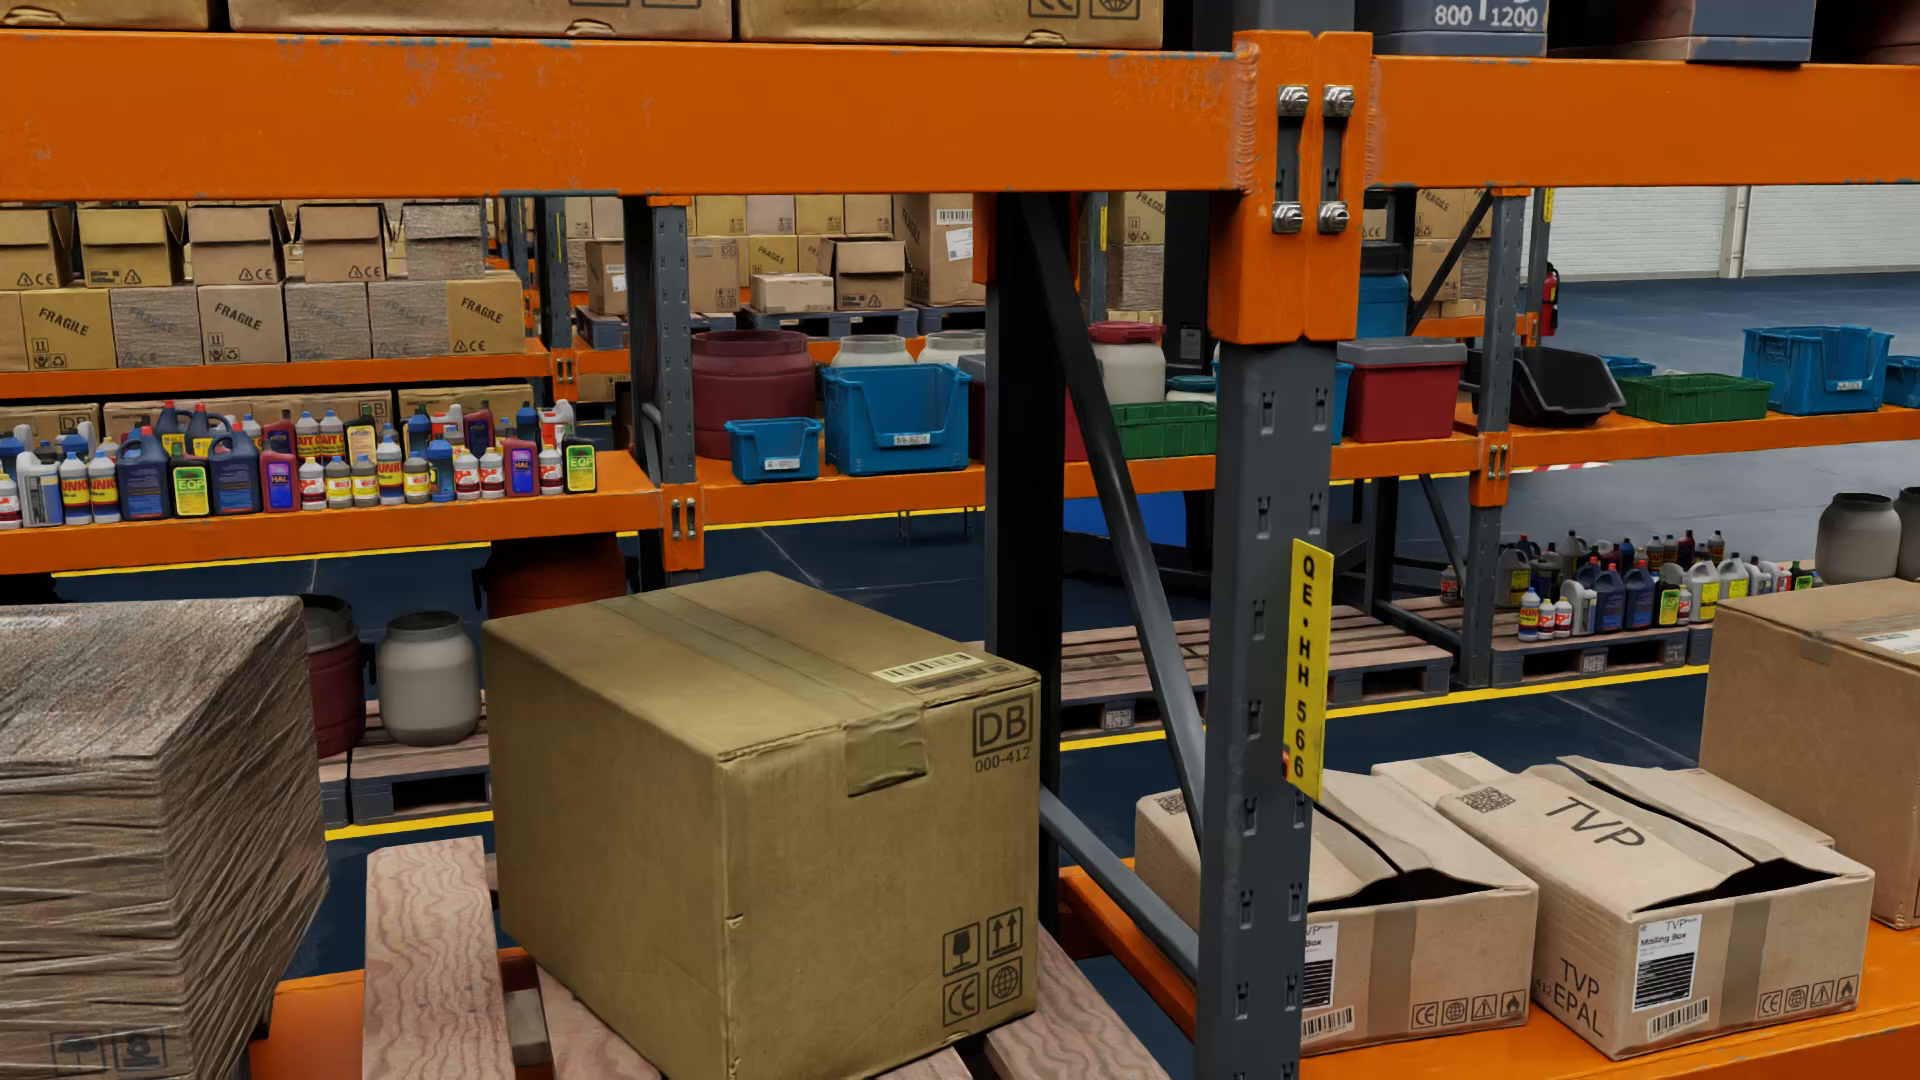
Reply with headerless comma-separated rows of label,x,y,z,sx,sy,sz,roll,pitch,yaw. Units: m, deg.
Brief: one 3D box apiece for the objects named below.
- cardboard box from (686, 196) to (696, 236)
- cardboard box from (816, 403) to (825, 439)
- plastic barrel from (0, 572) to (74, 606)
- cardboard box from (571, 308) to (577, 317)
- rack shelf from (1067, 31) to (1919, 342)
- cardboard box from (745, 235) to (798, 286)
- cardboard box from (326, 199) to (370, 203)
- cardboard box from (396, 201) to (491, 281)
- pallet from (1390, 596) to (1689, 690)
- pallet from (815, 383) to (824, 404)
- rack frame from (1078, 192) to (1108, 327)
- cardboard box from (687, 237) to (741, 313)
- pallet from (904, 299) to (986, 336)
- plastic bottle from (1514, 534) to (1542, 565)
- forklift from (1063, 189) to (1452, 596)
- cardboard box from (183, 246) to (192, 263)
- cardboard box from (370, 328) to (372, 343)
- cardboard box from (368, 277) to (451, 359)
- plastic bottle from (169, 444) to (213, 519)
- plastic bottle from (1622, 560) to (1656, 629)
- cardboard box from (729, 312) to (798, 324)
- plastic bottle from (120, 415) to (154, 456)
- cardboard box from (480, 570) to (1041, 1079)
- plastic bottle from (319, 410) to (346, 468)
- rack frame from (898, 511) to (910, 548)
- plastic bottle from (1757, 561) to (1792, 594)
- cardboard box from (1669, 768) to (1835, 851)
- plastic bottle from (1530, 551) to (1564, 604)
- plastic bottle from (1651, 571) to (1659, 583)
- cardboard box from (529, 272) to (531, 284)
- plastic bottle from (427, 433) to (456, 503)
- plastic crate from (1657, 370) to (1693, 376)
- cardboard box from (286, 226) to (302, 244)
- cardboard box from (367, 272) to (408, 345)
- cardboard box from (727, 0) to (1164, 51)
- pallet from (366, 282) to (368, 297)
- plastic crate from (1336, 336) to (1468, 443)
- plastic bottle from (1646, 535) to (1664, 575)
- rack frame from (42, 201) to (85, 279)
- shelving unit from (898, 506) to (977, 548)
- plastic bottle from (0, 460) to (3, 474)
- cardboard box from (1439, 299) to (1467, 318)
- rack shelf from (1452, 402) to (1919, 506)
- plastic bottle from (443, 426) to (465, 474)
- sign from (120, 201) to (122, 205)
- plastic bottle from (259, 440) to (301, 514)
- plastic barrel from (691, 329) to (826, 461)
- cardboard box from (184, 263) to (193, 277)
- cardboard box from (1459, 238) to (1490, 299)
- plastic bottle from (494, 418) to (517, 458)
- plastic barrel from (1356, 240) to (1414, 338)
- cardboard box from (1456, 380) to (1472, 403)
cardboard box,-2.988,-3.338,16.818,0.500,0.500,0.700,-5,14,-19
cardboard box,-1.209,-0.740,12.722,0.500,0.500,0.700,-3,14,-13
plastic barrel,-3.914,0.509,6.650,0.708,0.901,0.600,-4,14,-18
cardboard box,-4.820,-2.796,21.686,0.625,0.372,0.950,-5,14,-19
rack shelf,2.157,-0.685,3.112,4.000,0.370,1.077,-4,14,-18
cardboard box,-1.957,-2.868,17.003,0.500,0.500,0.500,-4,14,-17
cardboard box,-7.418,-4.139,20.185,0.500,0.500,0.500,-4,14,-18
cardboard box,-3.593,-2.087,11.551,0.637,0.503,0.797,-4,14,-16
pallet,3.126,0.506,9.058,1.213,0.211,1.003,-4,14,-18
pallet,-1.297,-1.561,17.750,1.213,0.211,1.003,-4,14,-18
rack frame,0.896,-1.896,13.132,0.127,3.000,1.000,-4,14,-18
cardboard box,-1.898,-1.966,12.300,0.500,0.500,0.700,-2,14,-10
pallet,0.126,-1.778,13.051,1.213,0.211,1.003,-4,14,-18
plastic bottle,3.176,0.140,9.346,0.185,0.351,0.144,-5,14,-21
forklift,2.031,-1.124,10.036,3.031,2.935,1.130,8,16,32
cardboard box,-6.916,-2.614,15.142,0.250,0.149,0.380,-5,14,-20
cardboard box,-5.421,-1.902,16.029,0.500,0.250,0.500,-4,14,-17
cardboard box,-3.758,-1.523,11.348,0.500,0.500,0.500,-5,14,-19
plastic bottle,-2.947,-0.227,6.365,0.133,0.283,0.061,-4,14,-18
plastic bottle,3.552,0.282,8.747,0.185,0.351,0.144,-5,14,-20
cardboard box,-2.065,-1.965,17.377,0.750,0.750,1.050,-4,14,-18
plastic bottle,-3.459,-0.381,7.014,0.133,0.283,0.061,-4,14,-18
cardboard box,-0.300,0.390,2.396,0.500,0.500,0.700,-10,17,-37
plastic bottle,-2.730,-0.427,7.235,0.097,0.271,0.097,0,13,0
rack frame,-0.388,-0.553,11.377,0.015,1.200,0.240,-4,14,-18
plastic bottle,4.419,0.250,9.043,0.135,0.276,0.152,-4,14,-18
cardboard box,1.452,0.588,3.232,0.250,0.149,0.380,-3,14,-14
plastic bottle,3.248,0.207,9.226,0.135,0.276,0.152,-4,14,-18
plastic bottle,3.680,0.302,8.836,0.097,0.271,0.097,0,13,0
cardboard box,-7.046,-3.955,26.011,0.625,0.625,0.875,-4,14,-16
plastic bottle,-2.081,-0.293,6.669,0.097,0.271,0.097,0,13,0
plastic crate,3.934,-0.857,9.333,0.437,0.136,0.530,-4,14,-18
cardboard box,-6.172,-2.817,15.353,0.250,0.149,0.380,-4,14,-16
cardboard box,-3.930,-1.635,11.817,0.500,0.500,0.500,-5,14,-20
cardboard box,-0.141,-0.896,2.230,0.500,0.500,0.910,-4,14,-18
pallet,-6.244,-2.448,15.866,1.213,0.211,1.003,-4,14,-18
plastic crate,2.115,-0.738,8.125,0.583,0.464,0.402,-4,14,-18
plastic bottle,4.030,0.106,9.658,0.097,0.271,0.097,0,13,0
rack frame,-8.172,-2.401,15.254,0.127,3.000,1.000,-4,14,-18
shelving unit,-0.157,-0.571,11.453,0.503,1.200,0.258,-4,14,-18
plastic bottle,-3.717,-0.211,6.317,0.135,0.276,0.152,-4,14,-18
cardboard box,4.026,-1.955,13.921,0.250,0.149,0.380,-4,14,-18
rack shelf,4.372,-0.607,9.269,4.000,0.370,1.077,-4,14,-18
plastic bottle,-2.209,-0.397,7.258,0.097,0.201,0.097,0,13,0
sign,-9.668,-3.817,19.167,0.005,0.325,0.100,-4,14,-18
plastic bottle,-2.646,-0.250,6.464,0.133,0.283,0.061,-4,14,-18
plastic barrel,-0.972,-0.681,7.731,0.708,0.536,0.600,-4,14,-18
cardboard box,-6.915,-2.469,15.175,0.250,0.149,0.380,-4,14,-18
cardboard box,4.157,-2.350,14.182,0.500,0.500,0.875,-4,14,-18
plastic bottle,-2.039,-0.447,7.470,0.097,0.201,0.097,0,13,0
plastic barrel,2.013,-1.092,8.666,0.708,0.901,0.600,-4,14,-18
cardboard box,4.090,-1.137,14.435,0.500,0.500,0.500,-2,14,-8
